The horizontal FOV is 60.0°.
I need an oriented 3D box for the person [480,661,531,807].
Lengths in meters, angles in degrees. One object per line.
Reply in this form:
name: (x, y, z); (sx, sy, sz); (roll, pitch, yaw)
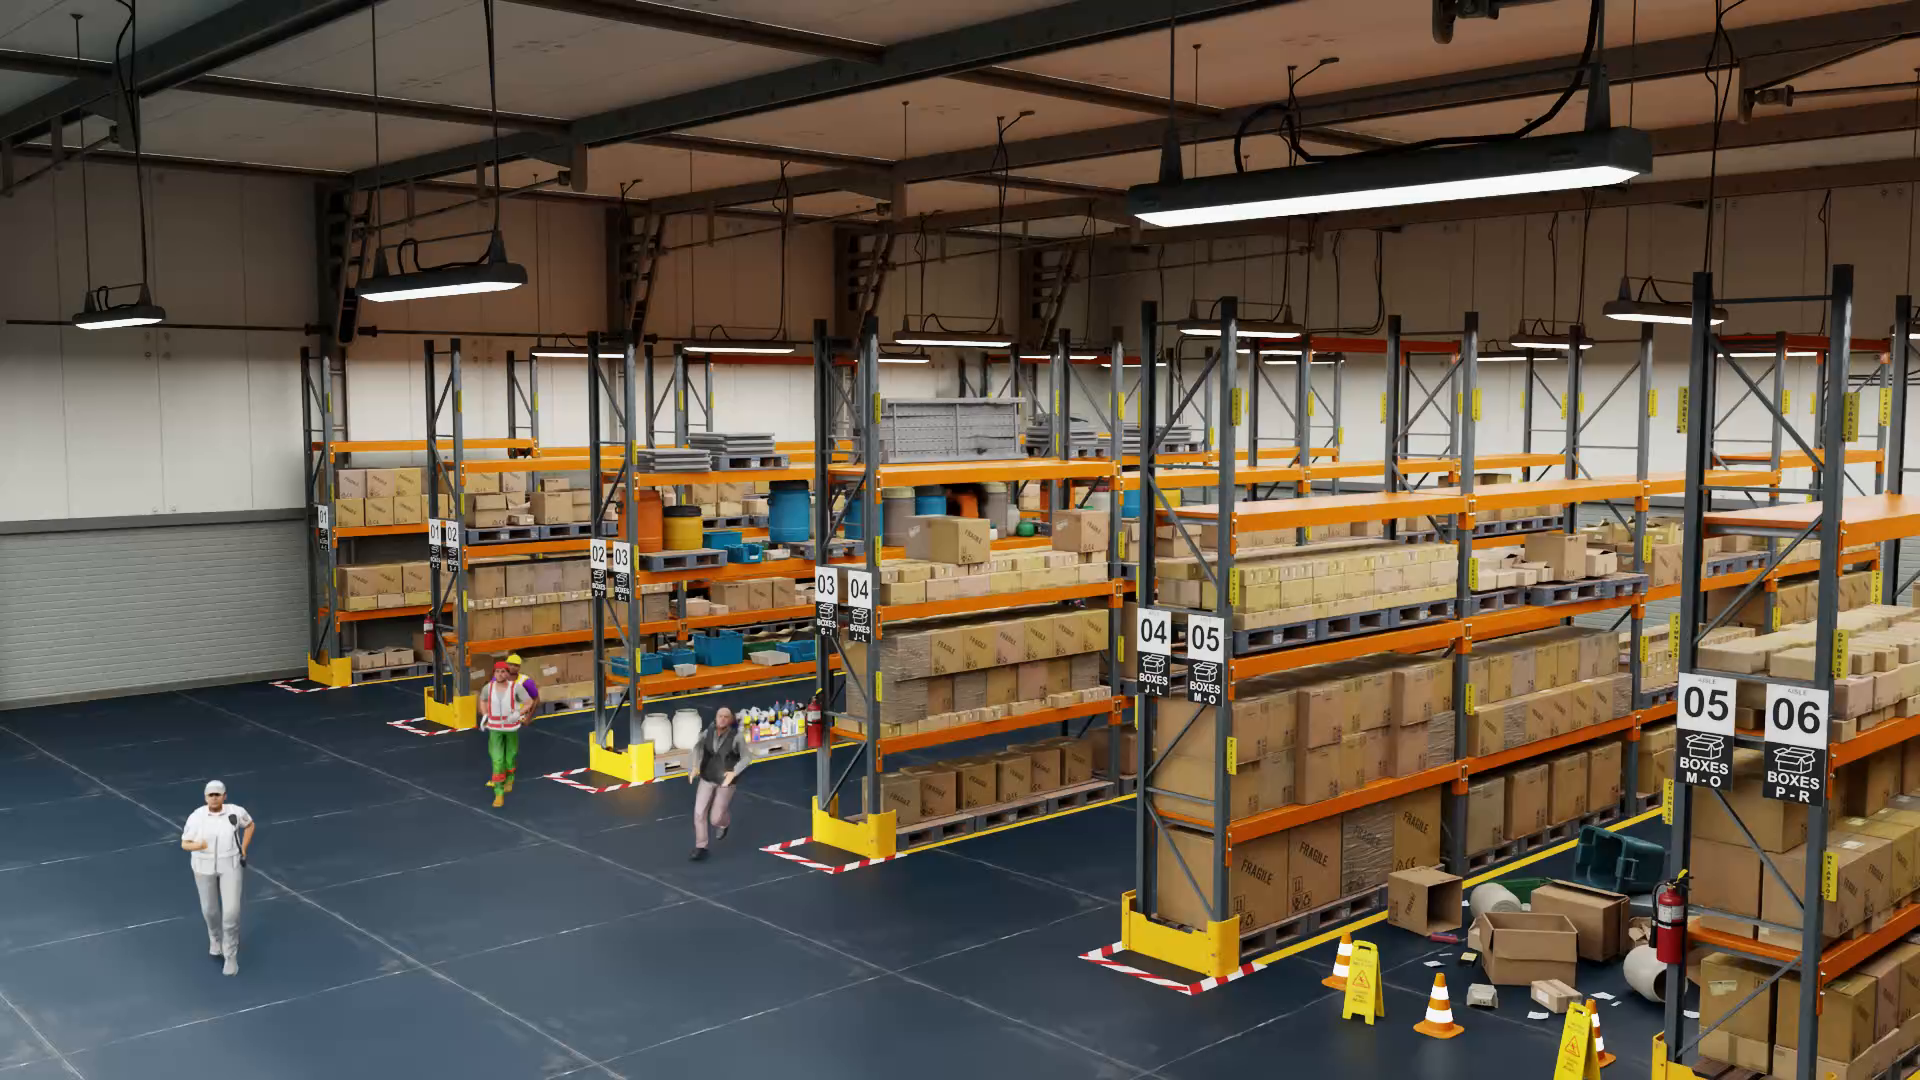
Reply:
person: (-5.743, 2.397, 21.016); (0.648, 1.779, 0.905); (-1, 5, -9)

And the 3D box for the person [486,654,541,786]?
person: (-5.957, 2.364, 22.112); (0.748, 1.720, 0.713); (0, 5, 2)

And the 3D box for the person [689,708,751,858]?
person: (-2.687, 2.697, 18.650); (0.700, 1.669, 0.695); (1, 5, 13)

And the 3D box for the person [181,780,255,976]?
person: (-6.694, 3.015, 15.020); (0.590, 1.721, 0.726); (-2, 5, -18)
